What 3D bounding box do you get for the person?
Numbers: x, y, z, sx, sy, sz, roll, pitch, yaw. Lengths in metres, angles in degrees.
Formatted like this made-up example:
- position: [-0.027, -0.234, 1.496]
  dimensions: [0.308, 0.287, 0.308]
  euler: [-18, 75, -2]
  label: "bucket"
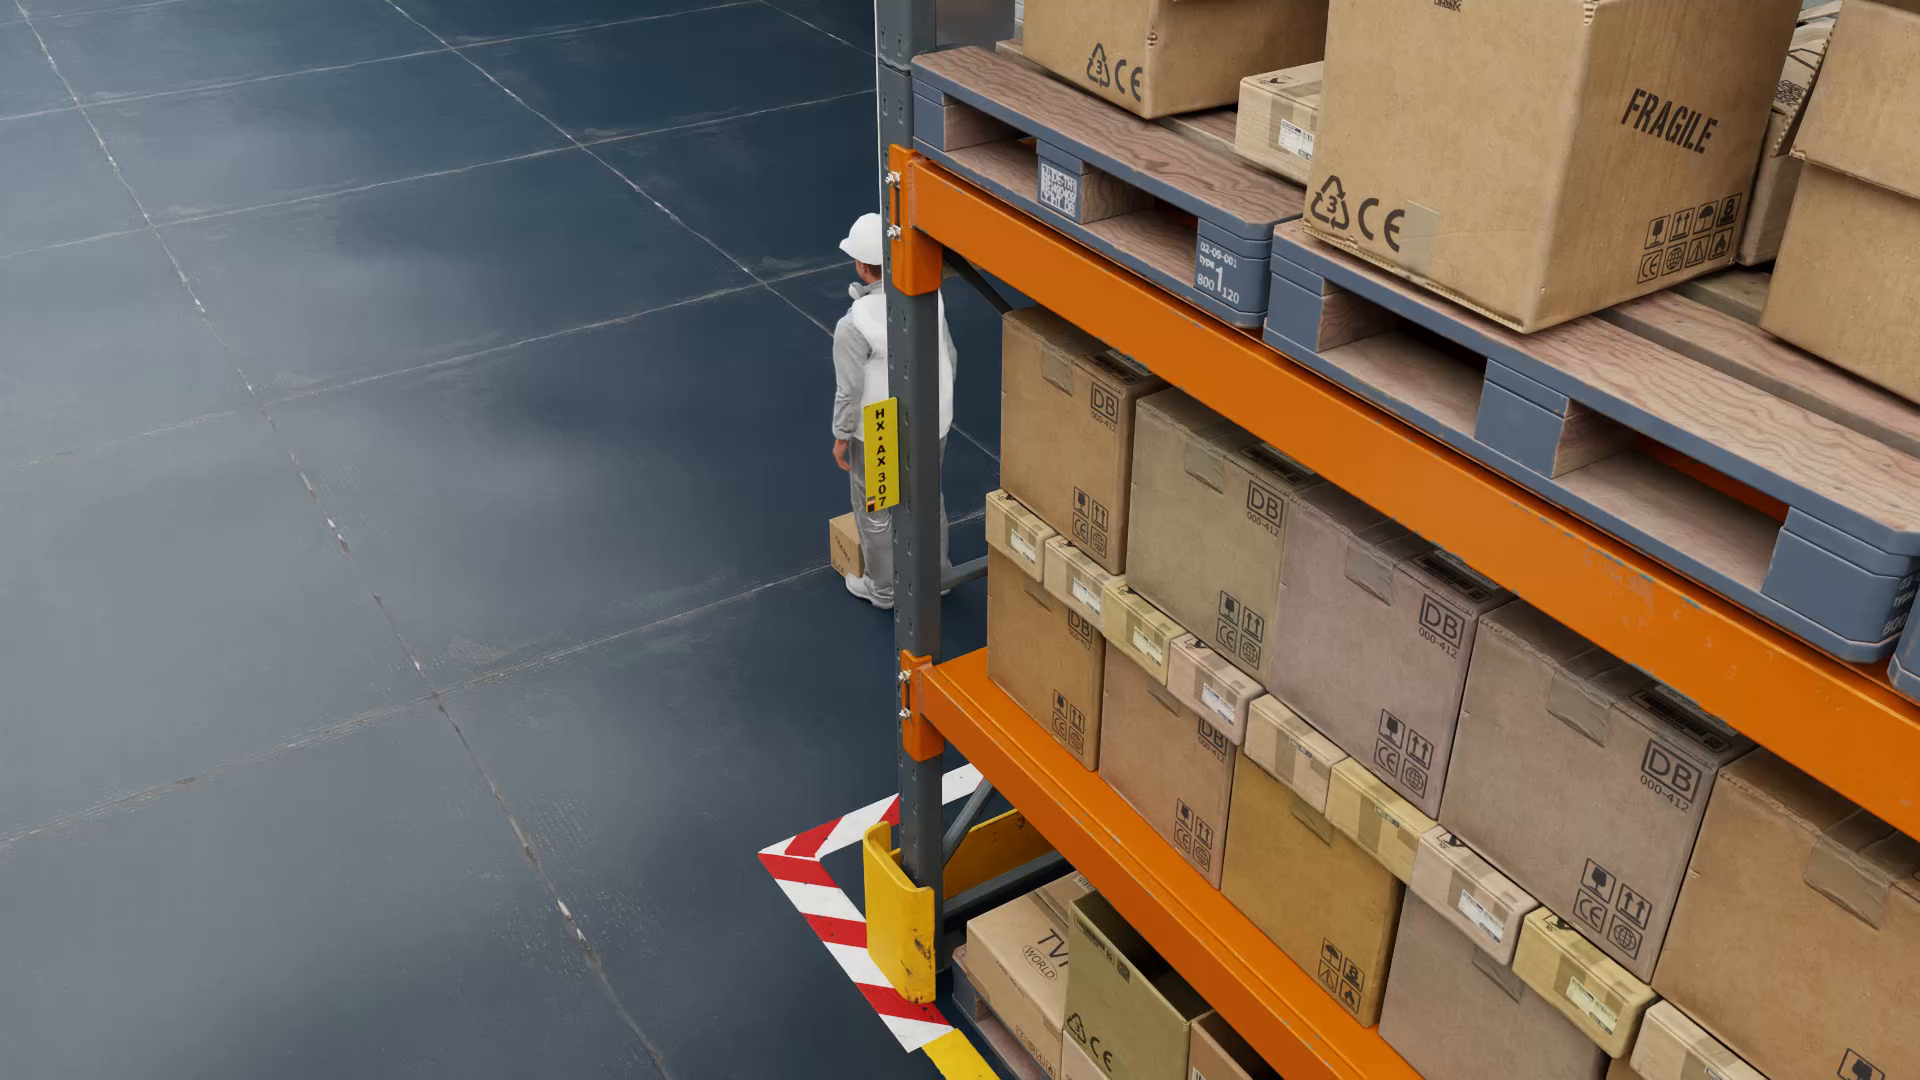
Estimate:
- position: [-0.276, -0.495, 6.893]
  dimensions: [0.593, 1.770, 0.474]
  euler: [-21, 38, -30]
  label: "person"
